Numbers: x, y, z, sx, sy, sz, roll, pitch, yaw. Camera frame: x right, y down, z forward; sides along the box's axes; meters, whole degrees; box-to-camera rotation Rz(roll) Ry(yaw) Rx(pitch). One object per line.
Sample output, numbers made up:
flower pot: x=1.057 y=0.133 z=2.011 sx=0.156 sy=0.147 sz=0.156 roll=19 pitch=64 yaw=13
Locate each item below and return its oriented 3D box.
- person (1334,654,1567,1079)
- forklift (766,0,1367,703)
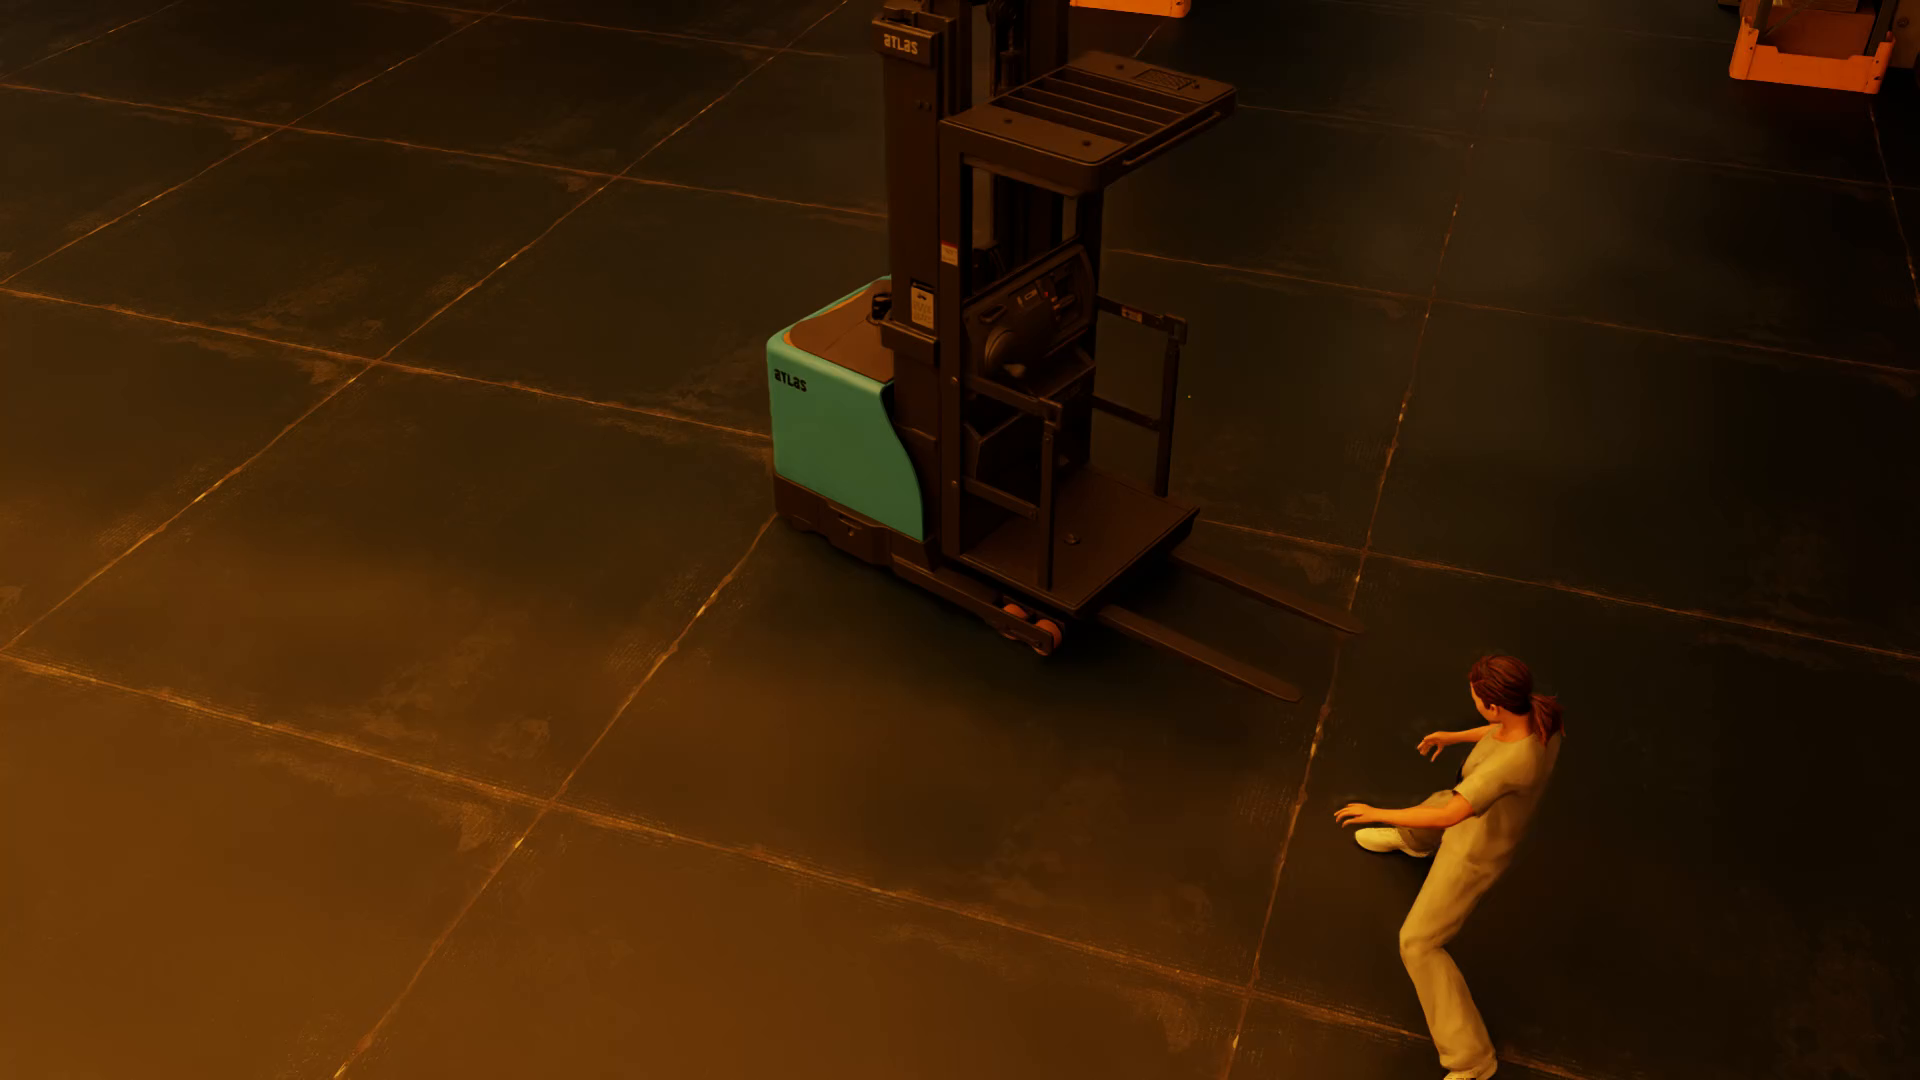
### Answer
person: x=1.736 y=1.007 z=5.939 sx=0.902 sy=1.478 sz=1.199 roll=22 pitch=41 yaw=28
forklift: x=0.491 y=-1.000 z=7.521 sx=3.031 sy=2.935 sz=1.130 roll=25 pitch=42 yaw=30
